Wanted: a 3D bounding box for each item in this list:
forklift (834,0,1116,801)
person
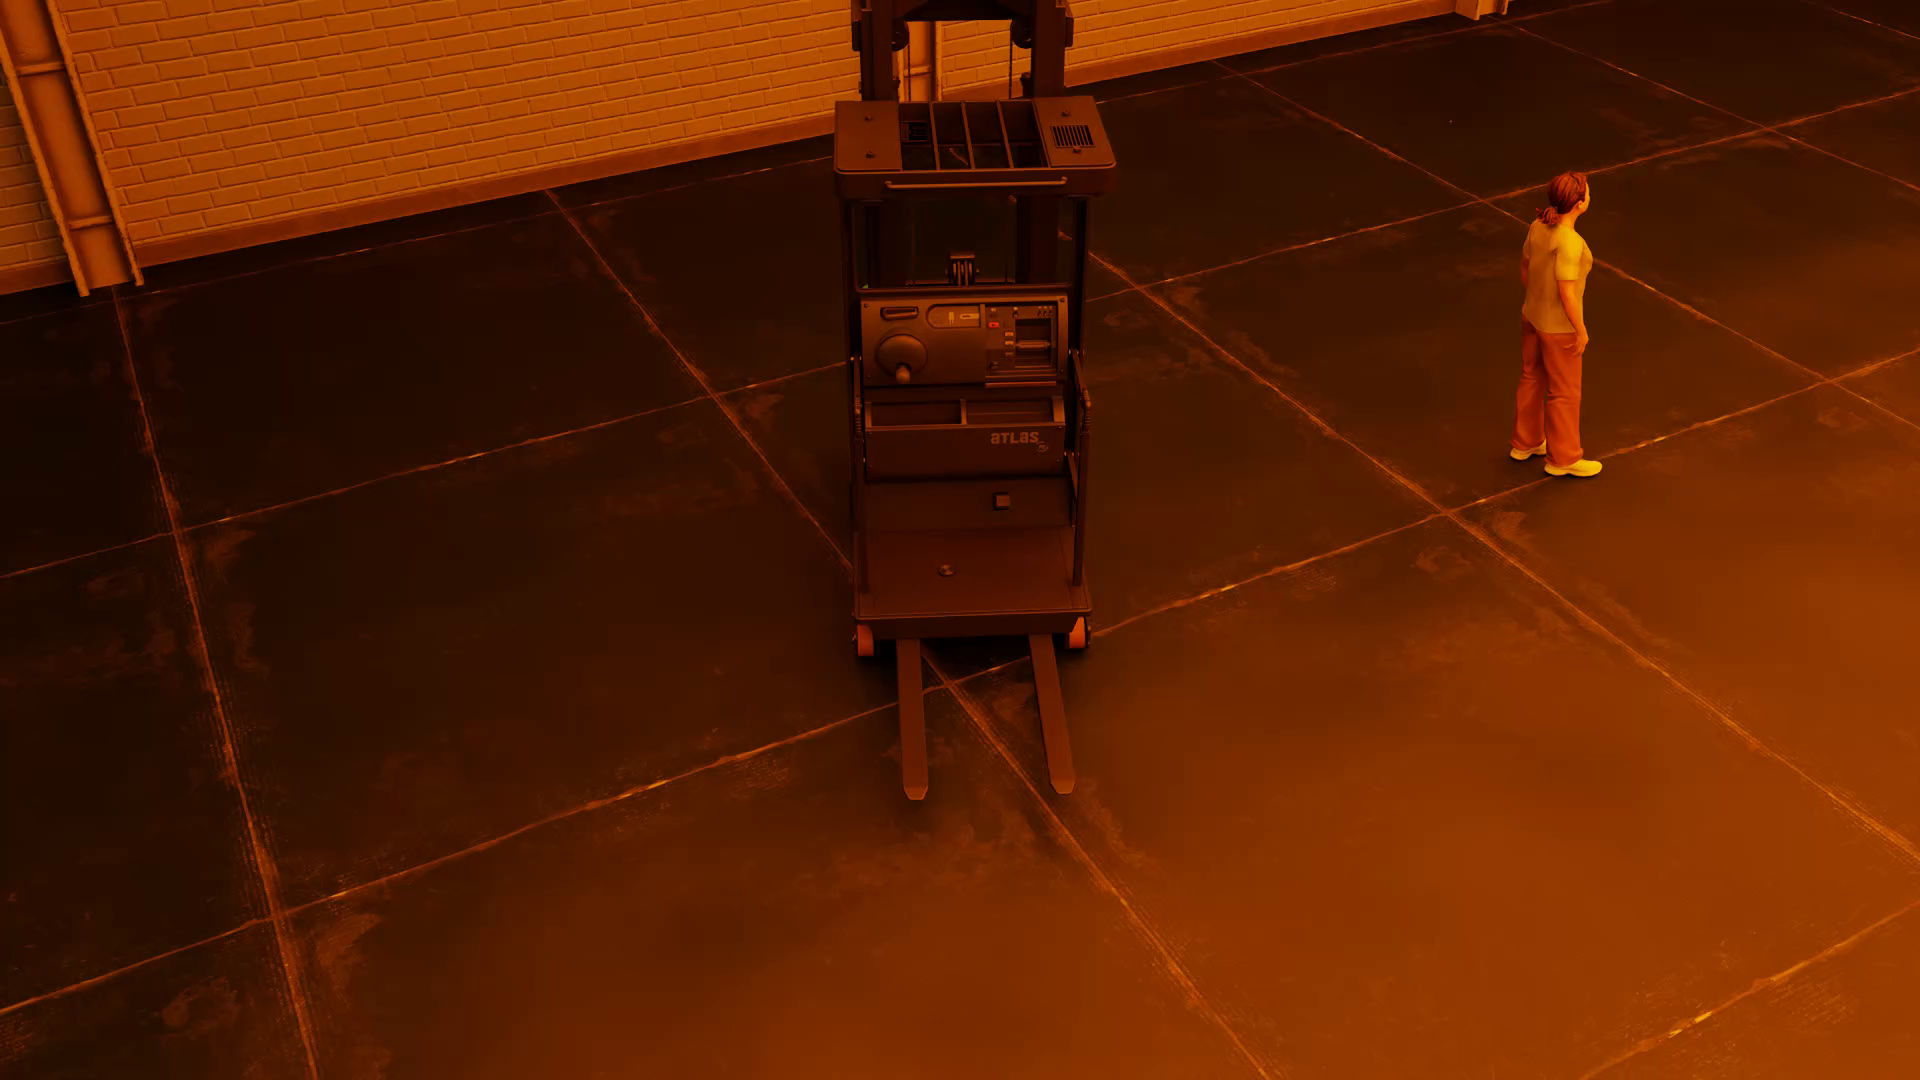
[{"bbox_3d":[0.036,-0.839,7.309,1.130,2.935,3.031,-2,35,-3],"label":"forklift"},{"bbox_3d":[3.214,-1.159,8.837,0.548,1.674,0.553,-7,36,-10],"label":"person"}]
